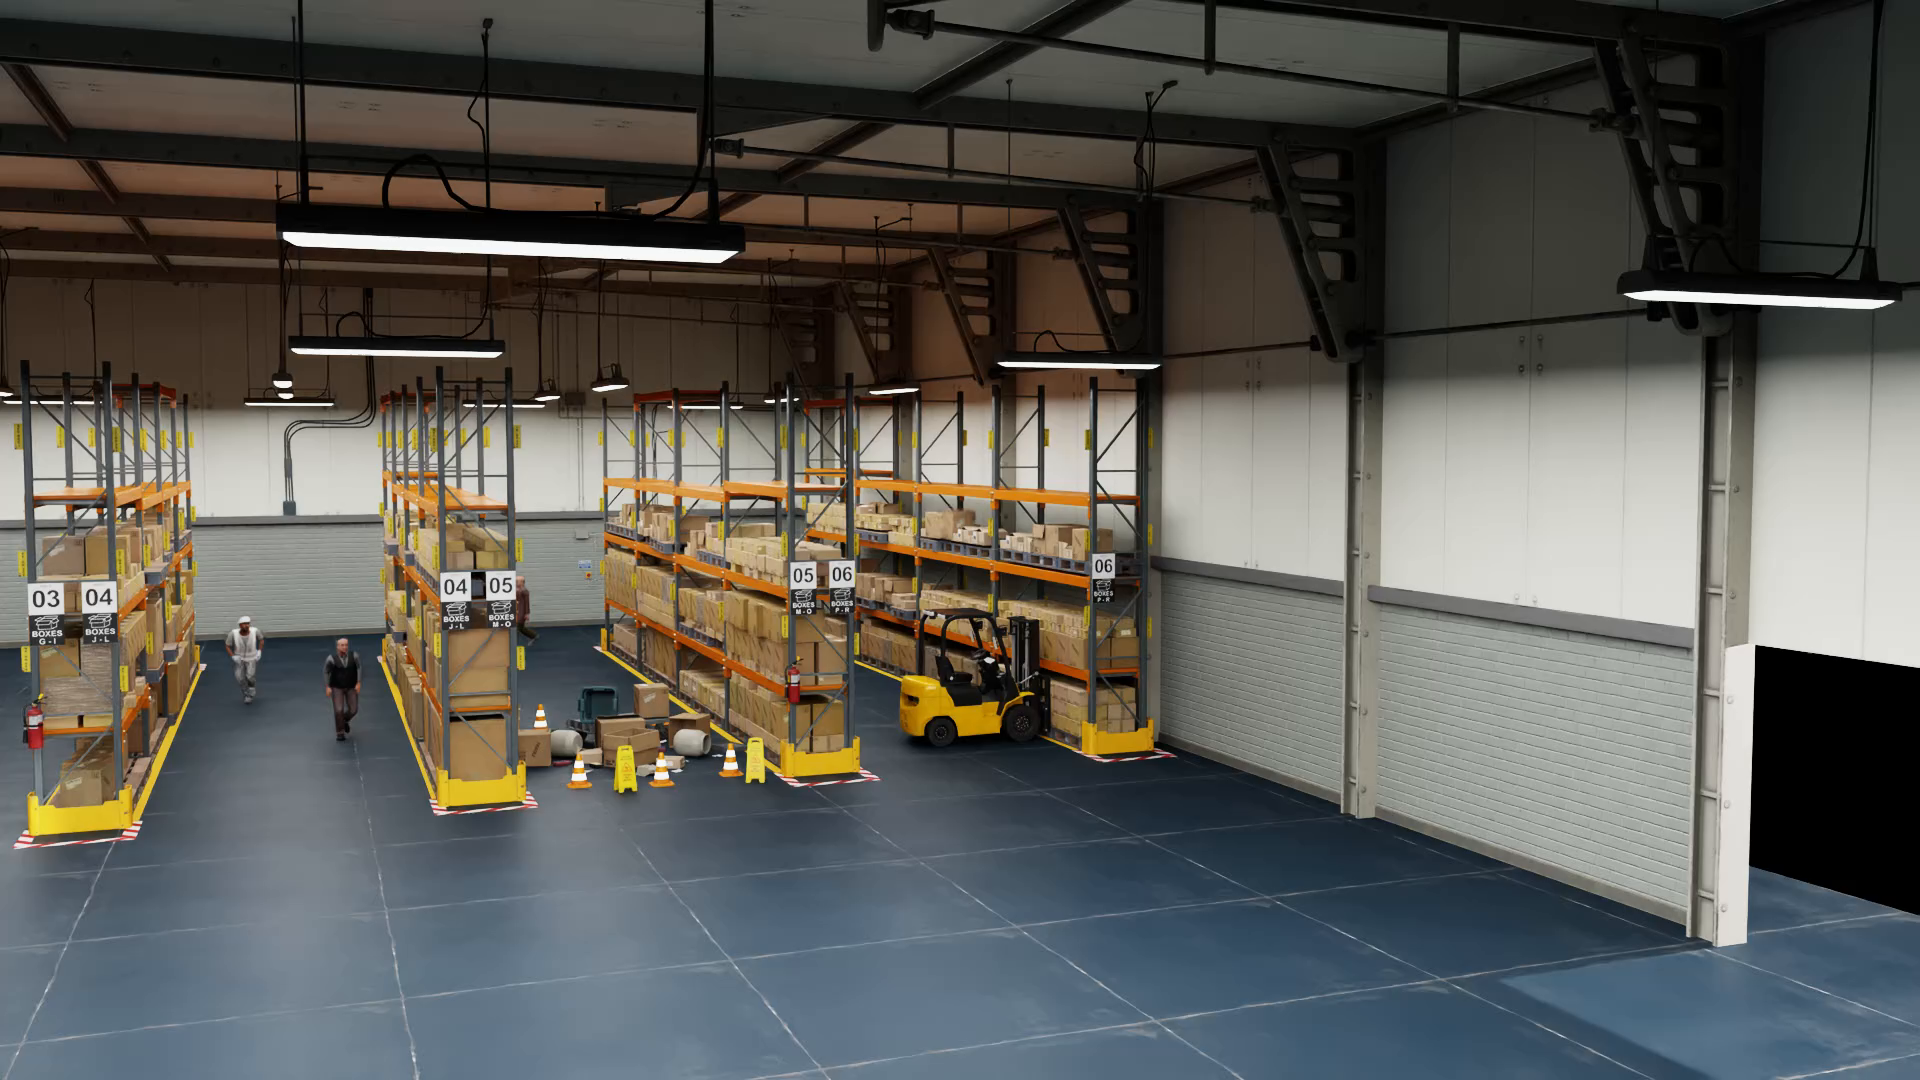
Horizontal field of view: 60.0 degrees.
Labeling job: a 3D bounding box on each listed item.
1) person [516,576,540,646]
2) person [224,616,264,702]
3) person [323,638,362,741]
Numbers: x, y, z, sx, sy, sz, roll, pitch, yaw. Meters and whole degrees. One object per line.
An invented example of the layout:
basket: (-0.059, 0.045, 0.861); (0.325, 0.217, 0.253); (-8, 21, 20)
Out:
person: (-10.483, 1.731, 39.823); (0.954, 1.754, 0.634); (-3, 4, -39)
person: (-13.581, 2.266, 31.575); (0.645, 1.681, 0.654); (-1, 4, -12)
person: (-10.358, 2.484, 27.878); (0.622, 1.703, 0.634); (-2, 4, -32)
